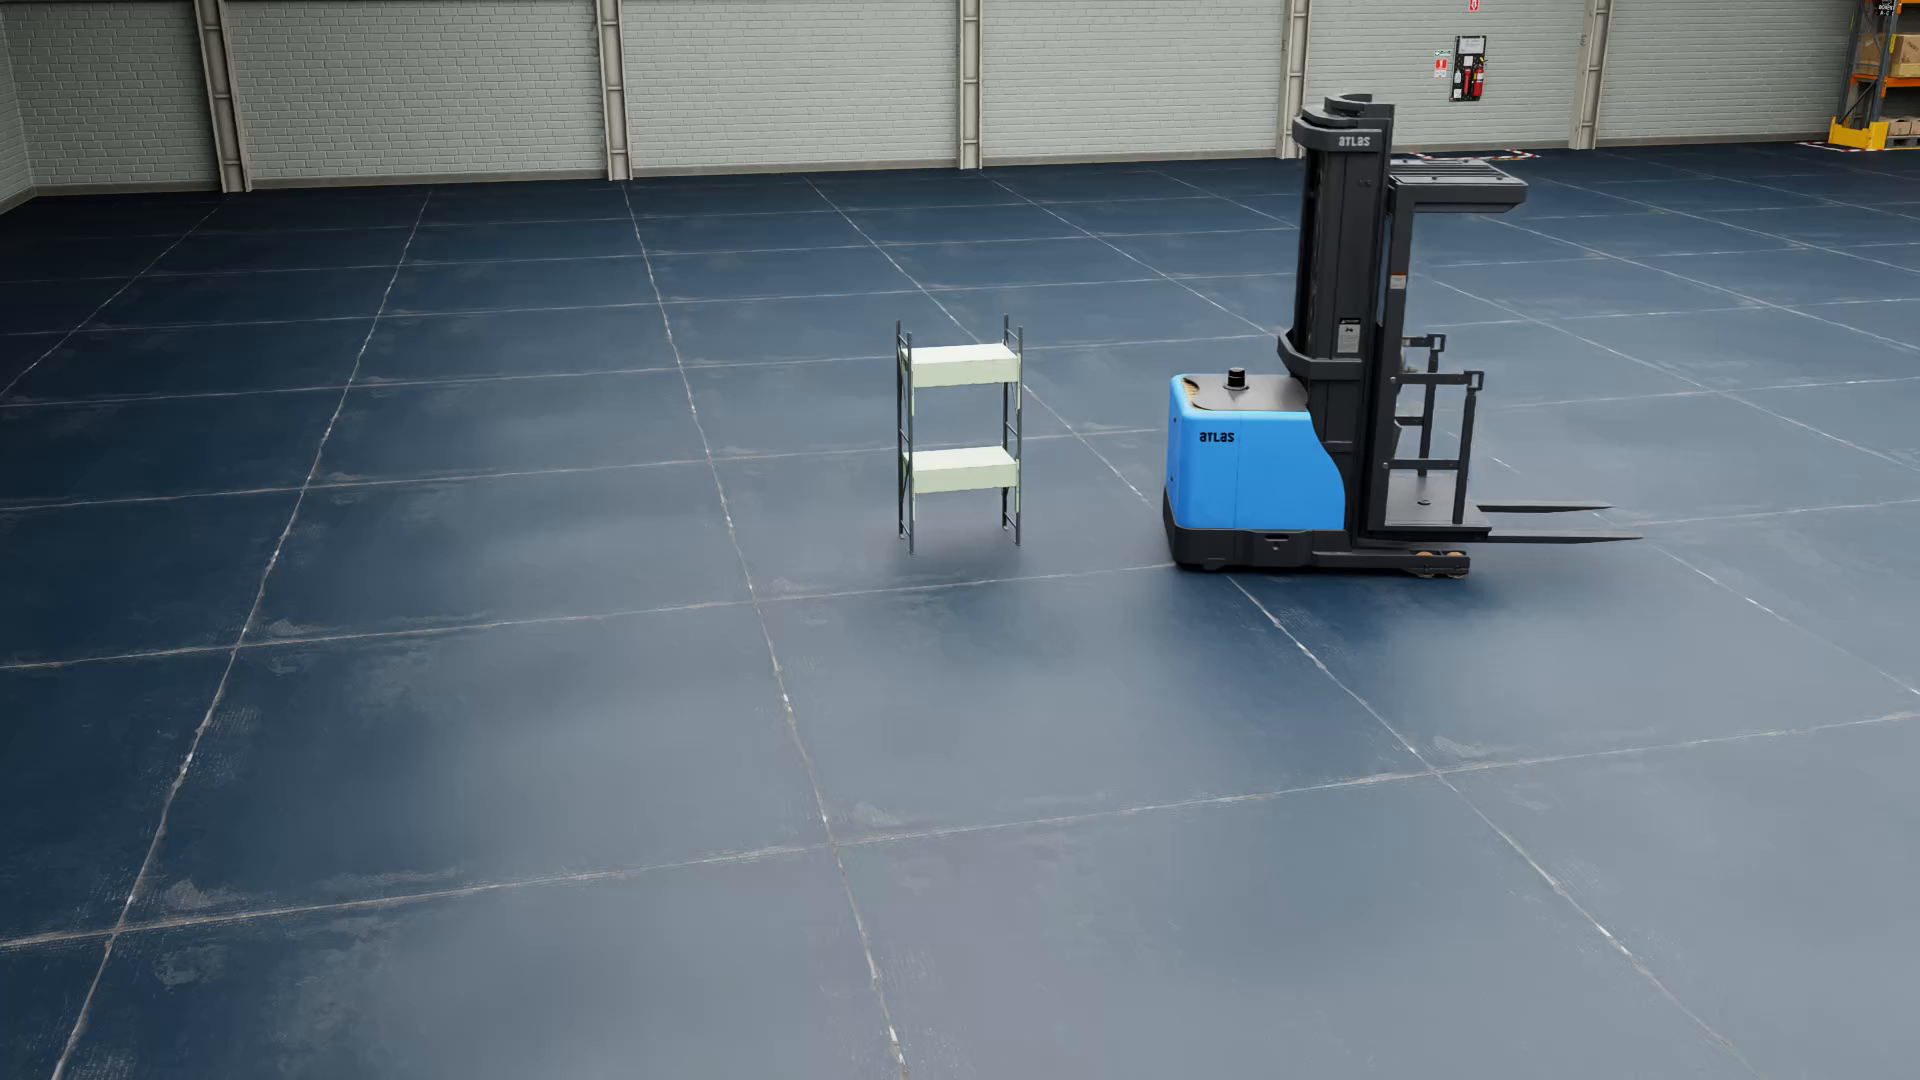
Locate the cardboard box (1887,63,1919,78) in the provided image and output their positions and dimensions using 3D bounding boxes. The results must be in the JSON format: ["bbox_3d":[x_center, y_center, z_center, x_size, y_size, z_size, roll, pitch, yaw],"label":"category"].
[{"bbox_3d":[17.743,-8.876,31.372,0.500,0.250,0.500,-5,21,-14],"label":"cardboard box"}]

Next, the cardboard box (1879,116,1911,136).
[{"bbox_3d":[17.889,-7.973,31.989,0.500,0.311,0.500,-7,21,-19],"label":"cardboard box"}]

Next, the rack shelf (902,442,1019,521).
[{"bbox_3d":[-0.006,-0.398,11.167,0.720,0.370,0.431,-5,21,-12],"label":"rack shelf"}]

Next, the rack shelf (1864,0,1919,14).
[{"bbox_3d":[19.142,-10.233,31.575,4.000,0.370,1.077,-5,21,-12],"label":"rack shelf"}]

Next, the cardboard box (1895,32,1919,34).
[{"bbox_3d":[18.097,-9.440,31.824,0.500,0.500,0.500,-4,21,-12],"label":"cardboard box"}]

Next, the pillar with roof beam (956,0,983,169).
[{"bbox_3d":[1.151,-9.301,23.621,0.400,9.000,9.100,-5,21,-12],"label":"pillar with roof beam"}]

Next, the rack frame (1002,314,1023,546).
[{"bbox_3d":[0.350,-0.733,11.134,0.023,1.500,0.400,-5,21,-12],"label":"rack frame"}]

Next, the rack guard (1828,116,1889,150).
[{"bbox_3d":[17.269,-7.837,31.981,0.348,0.500,1.175,-5,21,-12],"label":"rack guard"}]

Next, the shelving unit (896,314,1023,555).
[{"bbox_3d":[-0.006,-0.704,11.055,0.755,1.500,0.431,-5,21,-12],"label":"shelving unit"}]

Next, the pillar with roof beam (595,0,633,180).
[{"bbox_3d":[-4.688,-8.826,22.325,0.400,9.000,9.100,-5,21,-12],"label":"pillar with roof beam"}]

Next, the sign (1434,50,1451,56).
[{"bbox_3d":[8.869,-8.945,30.551,0.331,0.109,0.001,-5,21,-12],"label":"sign"}]

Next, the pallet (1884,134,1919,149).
[{"bbox_3d":[18.068,-7.753,32.174,1.213,0.211,1.003,-5,21,-12],"label":"pallet"}]

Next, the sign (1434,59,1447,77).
[{"bbox_3d":[8.863,-8.699,30.649,0.234,0.329,0.001,-5,21,-12],"label":"sign"}]

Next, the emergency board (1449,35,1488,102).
[{"bbox_3d":[9.425,-8.692,30.681,0.643,1.169,0.194,-5,21,-12],"label":"emergency board"}]

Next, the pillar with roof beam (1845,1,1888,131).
[{"bbox_3d":[18.668,-10.725,27.511,0.400,9.000,9.100,-5,21,-12],"label":"pillar with roof beam"}]

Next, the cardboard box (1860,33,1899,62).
[{"bbox_3d":[17.605,-9.404,31.724,0.500,0.500,0.500,-5,21,-13],"label":"cardboard box"}]

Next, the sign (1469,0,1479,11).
[{"bbox_3d":[9.394,-9.813,30.371,0.199,0.298,0.001,-5,21,-12],"label":"sign"}]

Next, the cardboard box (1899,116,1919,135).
[{"bbox_3d":[18.444,-8.018,32.112,0.500,0.311,0.500,-3,20,-8],"label":"cardboard box"}]

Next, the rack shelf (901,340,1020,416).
[{"bbox_3d":[-0.006,-1.070,10.921,0.720,0.370,0.431,-5,21,-12],"label":"rack shelf"}]

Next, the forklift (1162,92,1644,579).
[{"bbox_3d":[2.909,-1.317,10.649,3.031,2.935,1.130,1,20,2],"label":"forklift"}]

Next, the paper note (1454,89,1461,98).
[{"bbox_3d":[9.237,-8.287,30.857,0.142,0.148,0.016,-5,21,-12],"label":"paper note"}]

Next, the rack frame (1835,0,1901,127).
[{"bbox_3d":[17.195,-9.004,31.535,0.127,3.000,1.000,-5,21,-12],"label":"rack frame"}]

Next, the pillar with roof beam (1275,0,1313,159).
[{"bbox_3d":[6.990,-9.775,24.918,0.400,9.000,9.100,-5,21,-12],"label":"pillar with roof beam"}]

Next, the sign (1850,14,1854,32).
[{"bbox_3d":[17.087,-9.884,31.793,0.005,0.325,0.100,-5,21,-12],"label":"sign"}]

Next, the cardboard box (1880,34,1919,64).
[{"bbox_3d":[17.729,-9.233,31.257,0.500,0.500,0.500,-5,21,-12],"label":"cardboard box"}]

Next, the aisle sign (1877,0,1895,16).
[{"bbox_3d":[17.194,-10.119,30.798,0.004,0.787,0.394,-5,21,-12],"label":"aisle sign"}]

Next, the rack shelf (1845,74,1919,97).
[{"bbox_3d":[19.142,-8.825,32.091,4.000,0.370,1.077,-5,21,-12],"label":"rack shelf"}]

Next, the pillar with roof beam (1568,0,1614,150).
[{"bbox_3d":[12.829,-10.250,26.214,0.400,9.000,9.100,-5,21,-12],"label":"pillar with roof beam"}]

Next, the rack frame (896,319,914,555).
[{"bbox_3d":[-0.363,-0.675,10.976,0.023,1.500,0.400,-5,21,-12],"label":"rack frame"}]

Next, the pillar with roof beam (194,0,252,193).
[{"bbox_3d":[-10.527,-8.351,21.029,0.400,9.000,9.100,-5,21,-12],"label":"pillar with roof beam"}]

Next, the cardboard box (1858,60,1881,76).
[{"bbox_3d":[17.605,-9.045,31.835,0.500,0.250,0.500,-4,21,-12],"label":"cardboard box"}]

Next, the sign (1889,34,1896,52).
[{"bbox_3d":[17.320,-9.229,30.890,0.005,0.325,0.100,-5,21,-12],"label":"sign"}]
